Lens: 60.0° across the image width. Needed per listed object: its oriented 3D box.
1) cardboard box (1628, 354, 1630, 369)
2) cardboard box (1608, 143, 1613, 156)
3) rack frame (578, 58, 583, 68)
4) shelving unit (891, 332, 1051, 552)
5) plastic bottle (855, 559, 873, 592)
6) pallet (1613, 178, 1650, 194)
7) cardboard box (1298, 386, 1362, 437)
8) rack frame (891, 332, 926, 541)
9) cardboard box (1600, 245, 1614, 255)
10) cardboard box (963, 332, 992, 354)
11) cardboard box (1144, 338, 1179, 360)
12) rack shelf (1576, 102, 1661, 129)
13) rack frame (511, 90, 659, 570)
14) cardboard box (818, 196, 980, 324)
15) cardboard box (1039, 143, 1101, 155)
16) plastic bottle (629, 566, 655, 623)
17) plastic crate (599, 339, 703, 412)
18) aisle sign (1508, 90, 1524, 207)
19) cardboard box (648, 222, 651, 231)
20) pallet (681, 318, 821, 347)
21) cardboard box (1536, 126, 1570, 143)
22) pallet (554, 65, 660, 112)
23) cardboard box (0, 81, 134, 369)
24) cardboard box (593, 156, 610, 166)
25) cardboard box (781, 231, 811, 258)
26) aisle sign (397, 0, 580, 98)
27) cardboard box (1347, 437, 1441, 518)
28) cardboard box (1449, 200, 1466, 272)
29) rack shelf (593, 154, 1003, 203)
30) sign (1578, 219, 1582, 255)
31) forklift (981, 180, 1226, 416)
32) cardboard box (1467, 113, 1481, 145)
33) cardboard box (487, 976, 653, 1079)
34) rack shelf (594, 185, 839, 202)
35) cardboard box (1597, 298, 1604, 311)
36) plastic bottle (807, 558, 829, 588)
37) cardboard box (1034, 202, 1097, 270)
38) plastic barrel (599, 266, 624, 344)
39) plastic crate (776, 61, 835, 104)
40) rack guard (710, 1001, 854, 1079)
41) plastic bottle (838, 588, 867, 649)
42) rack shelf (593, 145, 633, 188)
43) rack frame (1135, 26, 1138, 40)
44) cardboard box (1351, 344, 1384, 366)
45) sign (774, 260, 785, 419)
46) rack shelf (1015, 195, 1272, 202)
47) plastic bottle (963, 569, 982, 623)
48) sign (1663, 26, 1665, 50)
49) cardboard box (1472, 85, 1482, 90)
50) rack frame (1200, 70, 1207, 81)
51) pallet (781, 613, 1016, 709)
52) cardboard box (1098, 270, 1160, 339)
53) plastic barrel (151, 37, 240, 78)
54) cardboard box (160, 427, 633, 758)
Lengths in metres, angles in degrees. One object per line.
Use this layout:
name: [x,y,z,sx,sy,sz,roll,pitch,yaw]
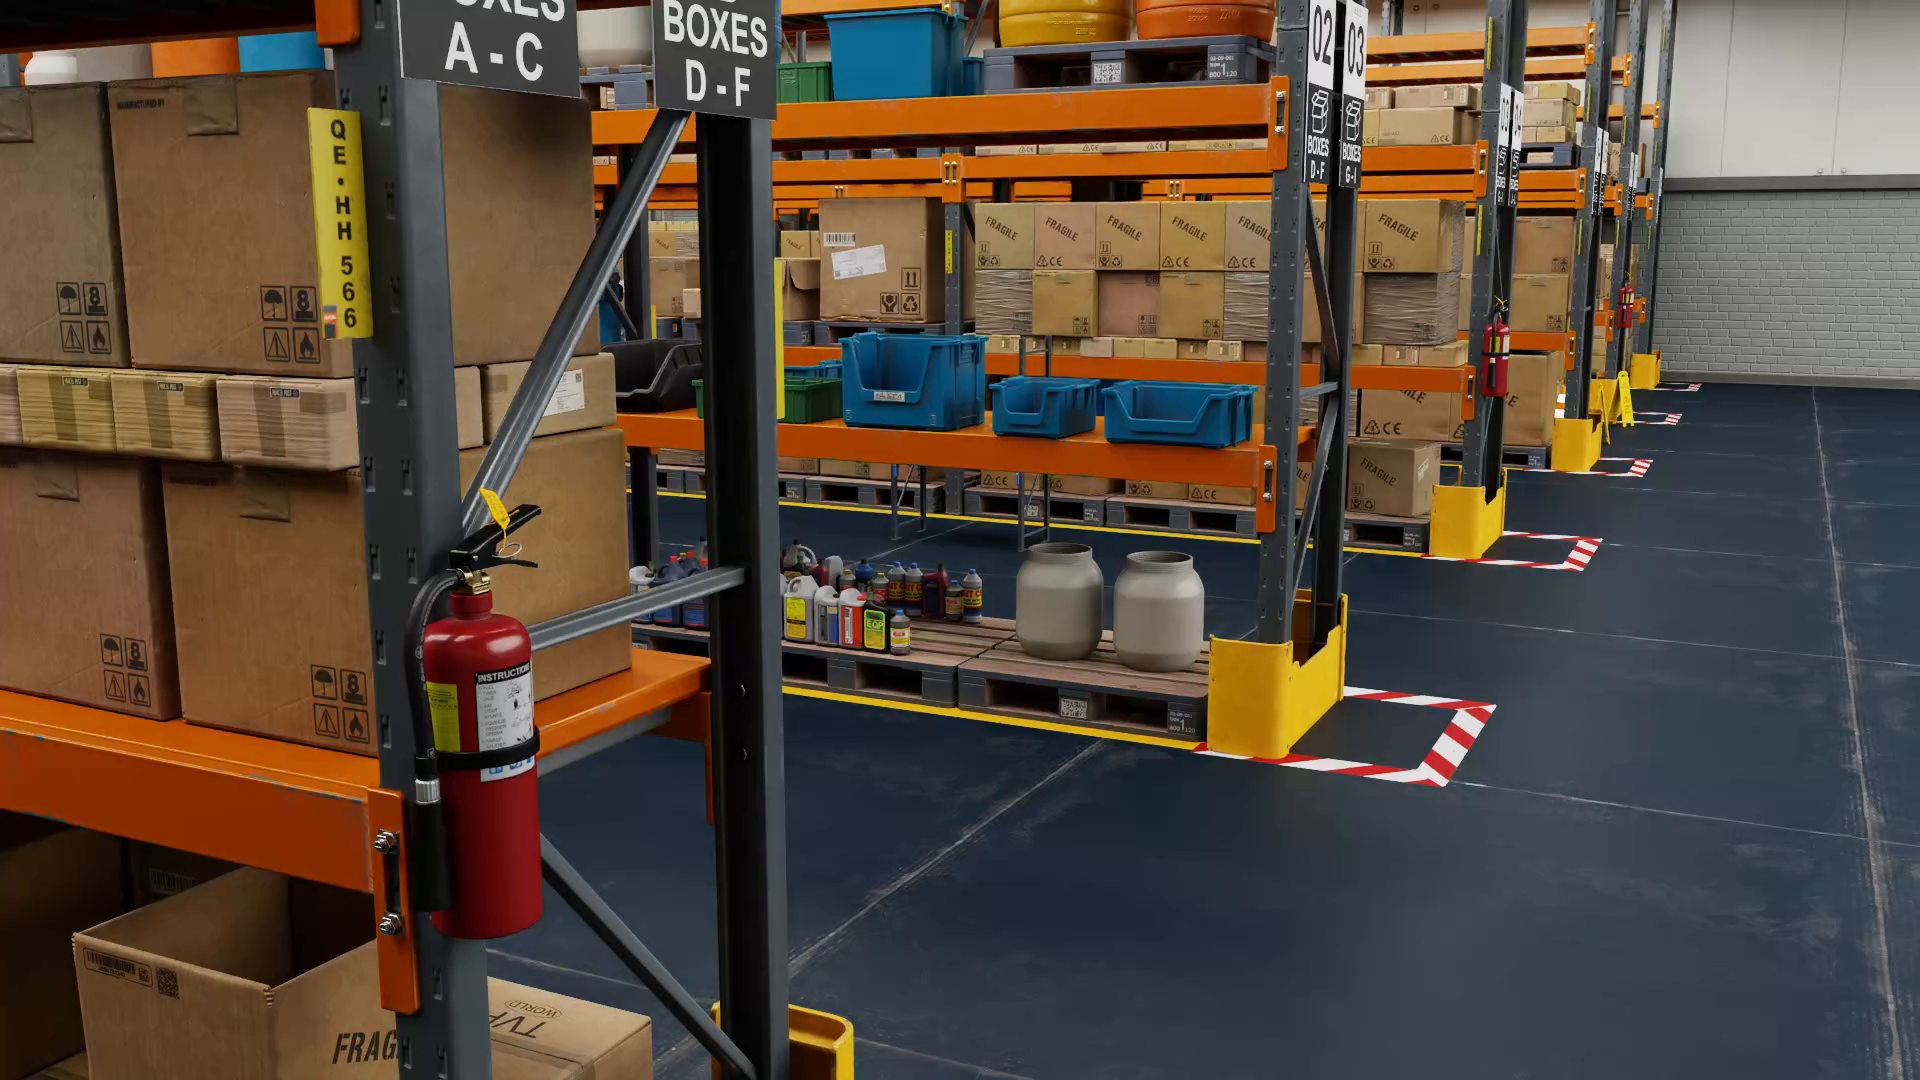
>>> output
cardboard box: [9.968,-2.737,25.472,0.500,0.250,0.500,5,11,26]
cardboard box: [7.900,-4.826,20.515,0.250,0.149,0.380,5,11,25]
rack frame: [-6.220,-7.233,26.928,0.127,3.000,1.000,5,11,26]
shelving unit: [0.077,-0.731,12.060,1.048,1.500,0.538,5,11,26]
plastic bottle: [-0.515,0.236,8.929,0.097,0.271,0.097,0,10,0]
pallet: [9.699,-5.306,24.949,1.213,0.211,1.003,5,11,26]
cardboard box: [3.785,-1.567,17.253,0.875,0.875,0.875,5,11,26]
rack frame: [-0.379,-0.771,12.281,0.032,1.500,0.500,5,11,26]
cardboard box: [9.672,-4.337,24.835,0.250,0.149,0.380,5,11,26]
cardboard box: [0.216,-1.564,13.156,0.250,0.149,0.380,5,11,26]
cardboard box: [1.568,-1.448,12.515,0.250,0.149,0.380,5,11,26]
rack shelf: [8.528,-6.372,25.314,4.000,0.370,1.077,5,11,26]
rack frame: [-2.035,-0.962,9.122,0.127,3.000,1.000,5,11,26]
cardboard box: [-0.494,-2.340,13.871,1.000,1.000,1.000,5,11,26]
cardboard box: [0.924,-3.038,12.591,0.500,0.250,0.500,5,11,25]
plastic bottle: [-1.641,0.278,8.683,0.135,0.276,0.152,5,12,28]
plastic crate: [-1.622,-0.870,8.787,0.504,0.338,0.767,5,11,26]
aisle sign: [3.932,-2.760,11.757,0.004,0.787,0.394,5,11,26]
cardboard box: [-4.867,-4.965,26.330,0.250,0.149,0.380,5,11,26]
pallet: [-1.637,-1.824,14.425,1.213,0.211,1.003,5,11,26]
cardboard box: [5.581,-3.802,15.638,0.250,0.149,0.380,5,11,26]
pallet: [-1.345,-2.304,8.644,1.003,0.211,1.213,5,11,26]
cardboard box: [-1.577,-0.627,3.348,0.500,0.500,0.700,5,11,24]
cardboard box: [-3.122,-3.393,14.551,0.500,0.250,0.500,5,12,27]
cardboard box: [-2.365,-4.427,25.178,0.500,0.500,0.500,5,11,26]
aisle sign: [-0.714,-1.083,2.491,0.004,0.787,0.394,5,11,26]
cardboard box: [3.191,-0.466,12.223,0.500,0.500,0.500,8,13,36]
cardboard box: [3.371,-2.212,12.106,0.500,0.500,0.500,5,11,26]
rack shelf: [-1.637,-3.032,14.160,4.000,0.370,1.077,5,11,26]
sign: [5.777,-2.823,15.487,0.005,0.325,0.100,5,11,26]
forklift: [0.810,-1.967,14.866,3.031,2.935,1.130,5,11,25]
cardboard box: [3.426,-2.919,11.935,0.500,0.250,0.500,5,12,28]
cardboard box: [-1.025,1.213,3.648,0.500,0.250,0.500,5,11,26]
rack shelf: [-2.939,-4.132,20.235,4.000,0.370,1.077,5,11,26]
cardboard box: [7.916,-2.957,20.849,0.250,0.149,0.380,5,11,26]
plastic bottle: [-0.771,0.234,8.906,0.133,0.283,0.061,5,11,26]
cardboard box: [0.897,-2.325,12.731,0.500,0.500,0.500,5,11,26]
plastic barrel: [-2.247,-1.287,9.513,0.708,0.901,0.600,5,11,26]
plastic crate: [-0.740,-2.166,7.946,0.450,0.188,0.336,5,11,26]
rack guard: [-0.621,1.376,3.223,0.348,0.500,1.175,5,11,26]
plastic bottle: [-0.503,0.378,8.130,0.135,0.276,0.152,5,11,26]
rack shelf: [-3.828,-2.241,9.790,4.000,0.370,1.077,5,11,26]
rack frame: [3.147,-7.396,27.827,0.127,3.000,1.000,5,11,26]
cardboard box: [2.926,-1.335,11.888,0.250,0.149,0.380,5,11,26]
sign: [-0.392,-0.409,3.414,0.005,0.325,0.100,5,11,26]
rack shelf: [2.748,-4.615,22.905,4.000,0.370,1.077,5,11,26]
plastic bottle: [0.064,0.287,8.648,0.097,0.271,0.097,0,10,0]
sign: [10.069,-7.178,23.781,0.005,0.325,0.100,5,11,26]
cardboard box: [4.891,-4.255,15.902,0.250,0.149,0.380,5,12,27]
rack frame: [2.442,-5.489,17.291,0.127,3.000,1.000,5,11,26]
pallet: [-0.353,0.566,8.511,1.213,0.211,1.003,5,11,26]
cardboard box: [1.459,-1.835,12.829,0.500,0.500,0.875,5,11,26]
plastic barrel: [-4.395,-2.813,9.724,0.708,0.830,0.600,5,11,26]
cardboard box: [-1.056,0.056,3.216,0.500,0.500,0.700,5,11,26]
